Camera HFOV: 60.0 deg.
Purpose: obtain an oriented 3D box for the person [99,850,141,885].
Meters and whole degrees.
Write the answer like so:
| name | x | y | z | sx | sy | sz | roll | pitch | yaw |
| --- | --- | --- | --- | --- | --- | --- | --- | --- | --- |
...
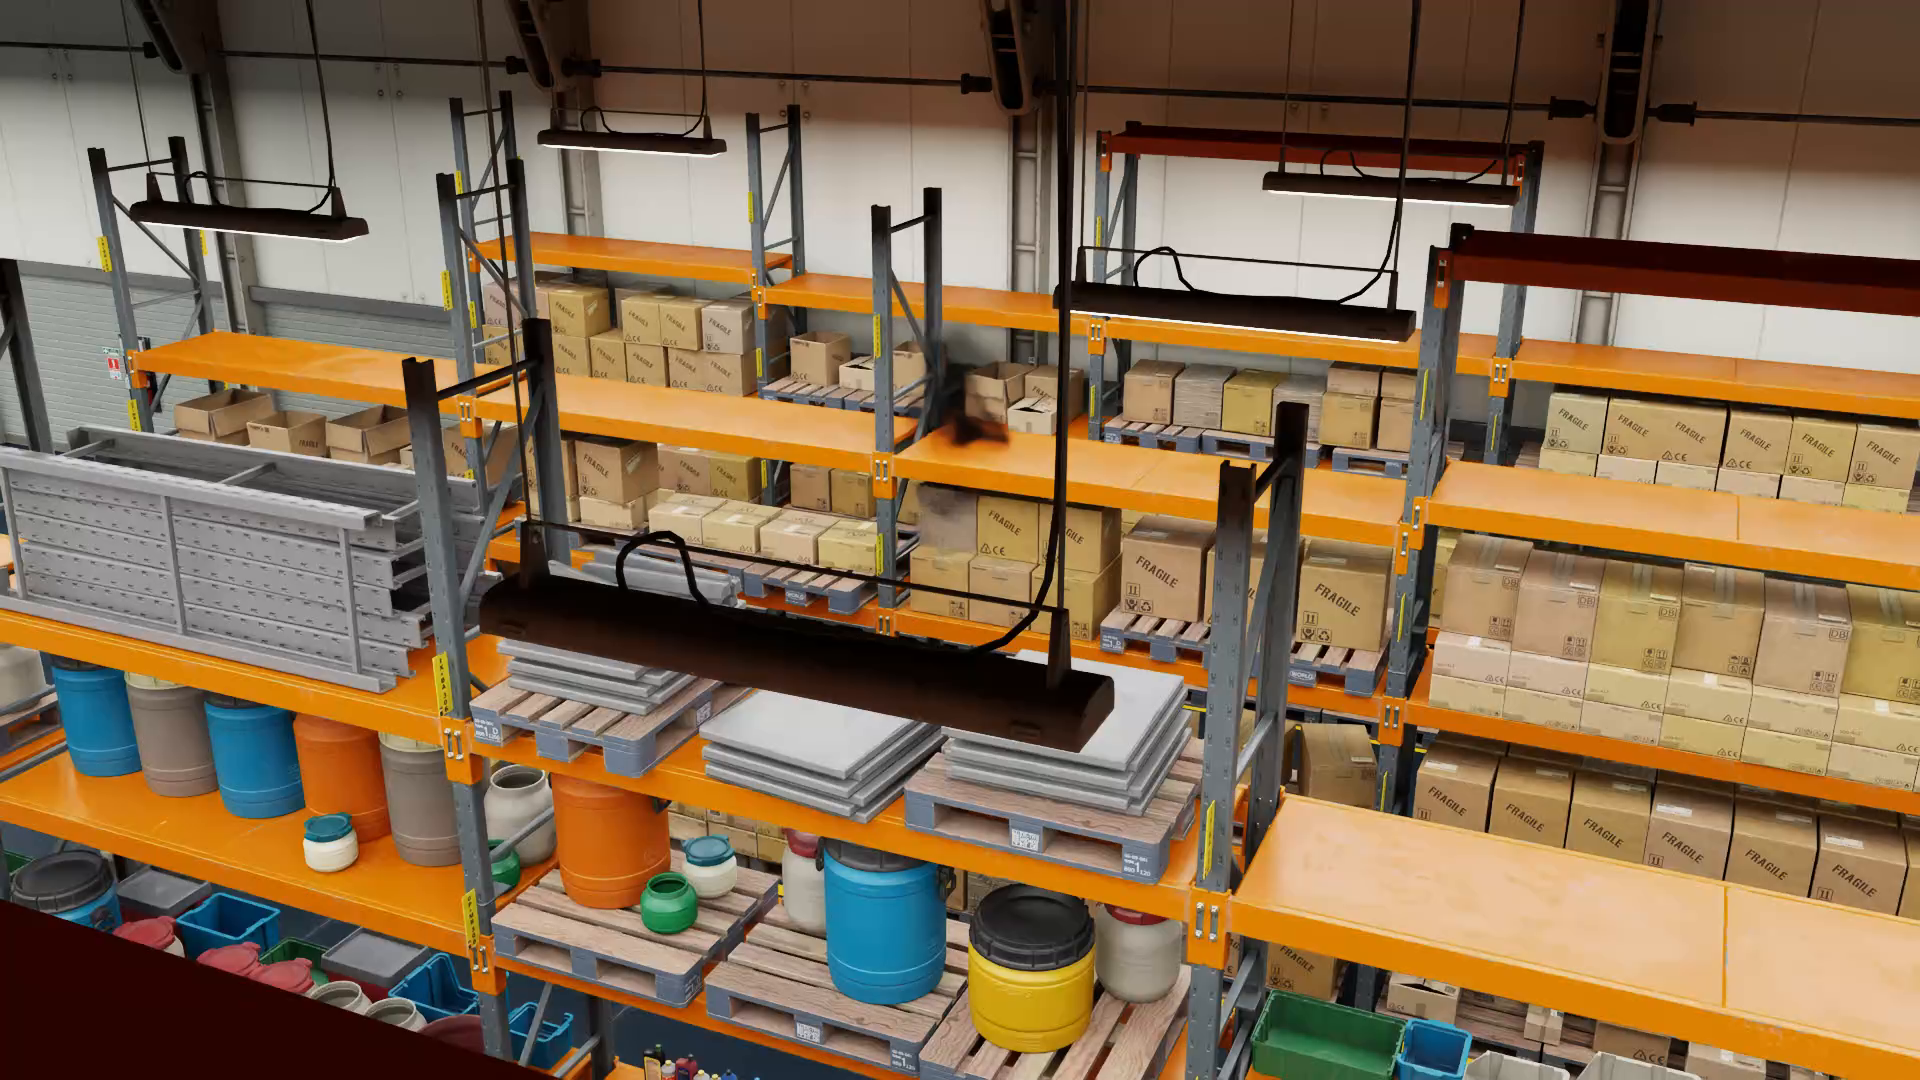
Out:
| name | x | y | z | sx | sy | sz | roll | pitch | yaw |
| --- | --- | --- | --- | --- | --- | --- | --- | --- | --- |
| person | -6.759 | 2.512 | 13.549 | 0.770 | 1.729 | 0.709 | 7 | 22 | 18 |
